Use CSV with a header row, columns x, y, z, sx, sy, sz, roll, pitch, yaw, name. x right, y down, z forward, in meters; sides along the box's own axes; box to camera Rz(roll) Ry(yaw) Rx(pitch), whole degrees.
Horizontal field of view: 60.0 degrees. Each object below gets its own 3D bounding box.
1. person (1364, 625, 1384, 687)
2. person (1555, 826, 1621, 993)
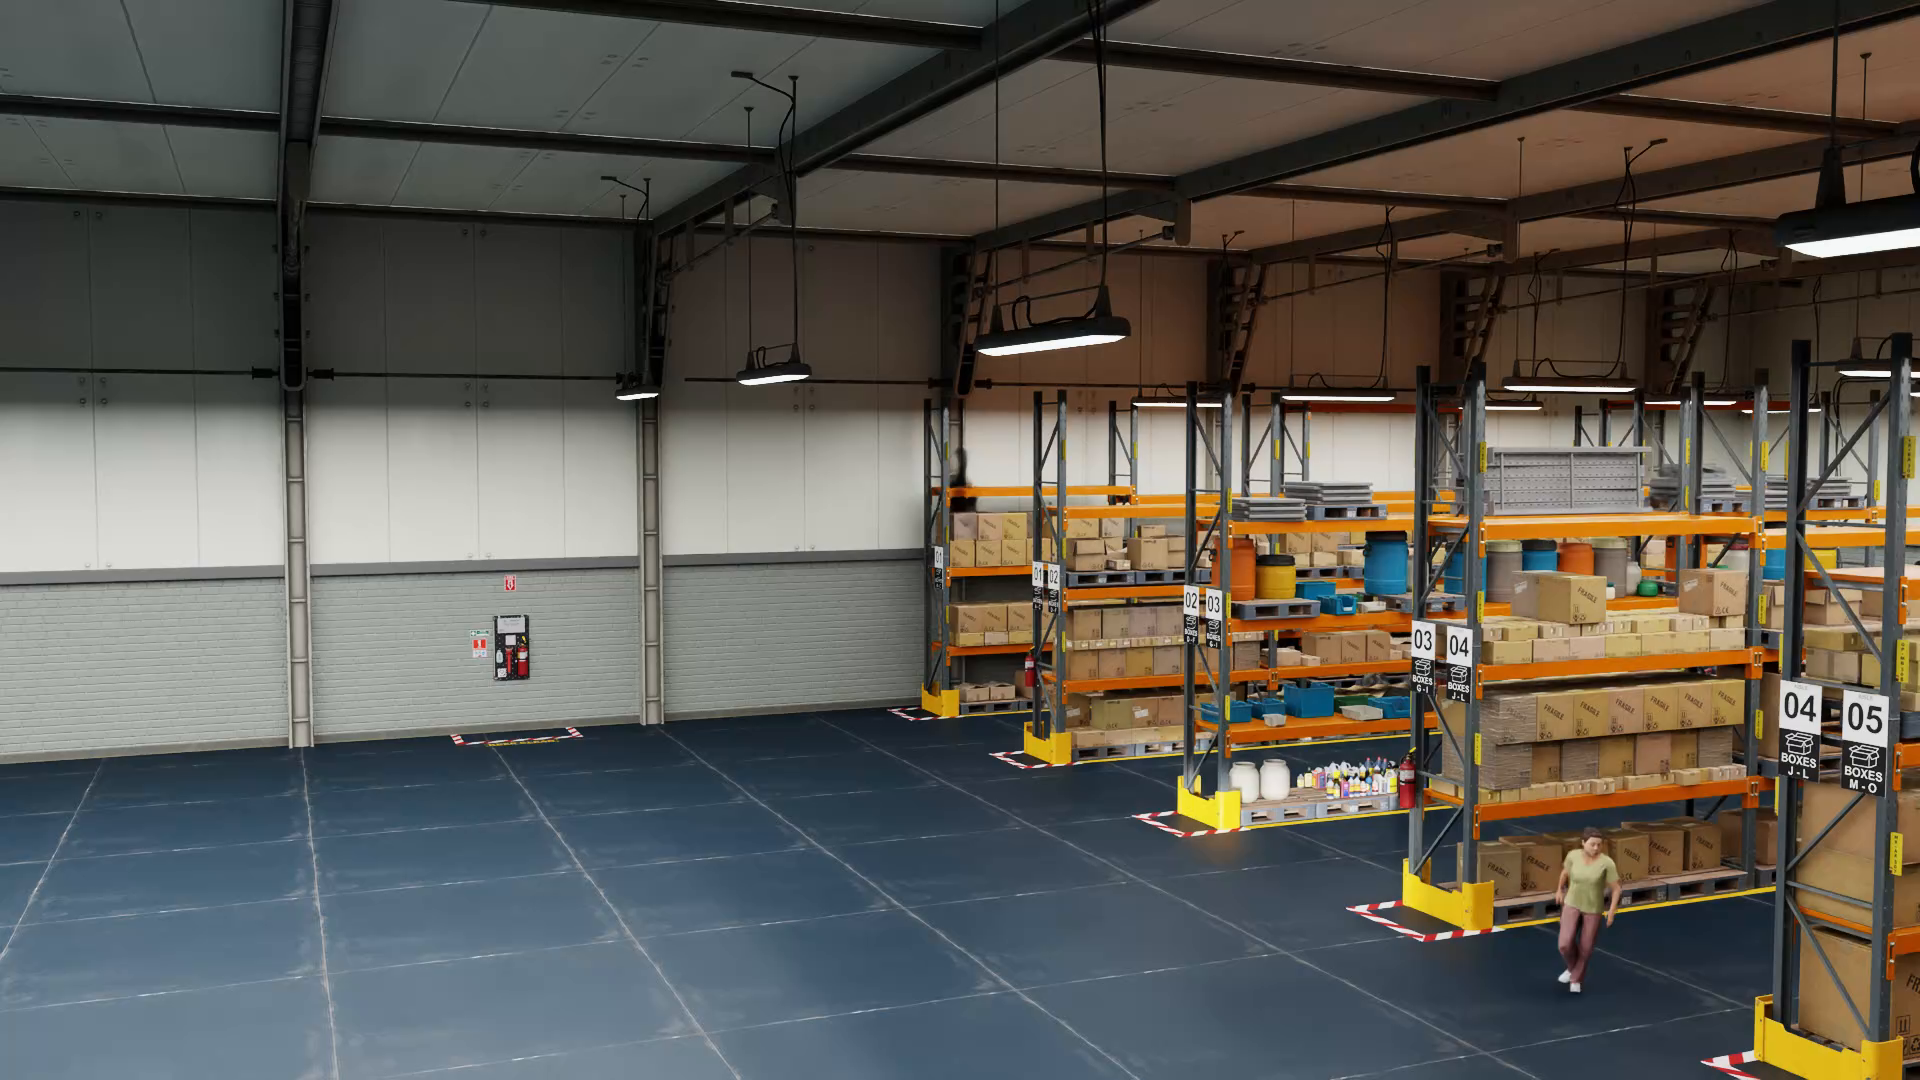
x,y,z,sx,sy,sz,roll,pitch,yaw,name
8.176,2.390,32.890,0.853,1.712,0.584,-2,4,-25,person
5.826,3.442,15.460,0.580,1.608,0.588,1,4,22,person
